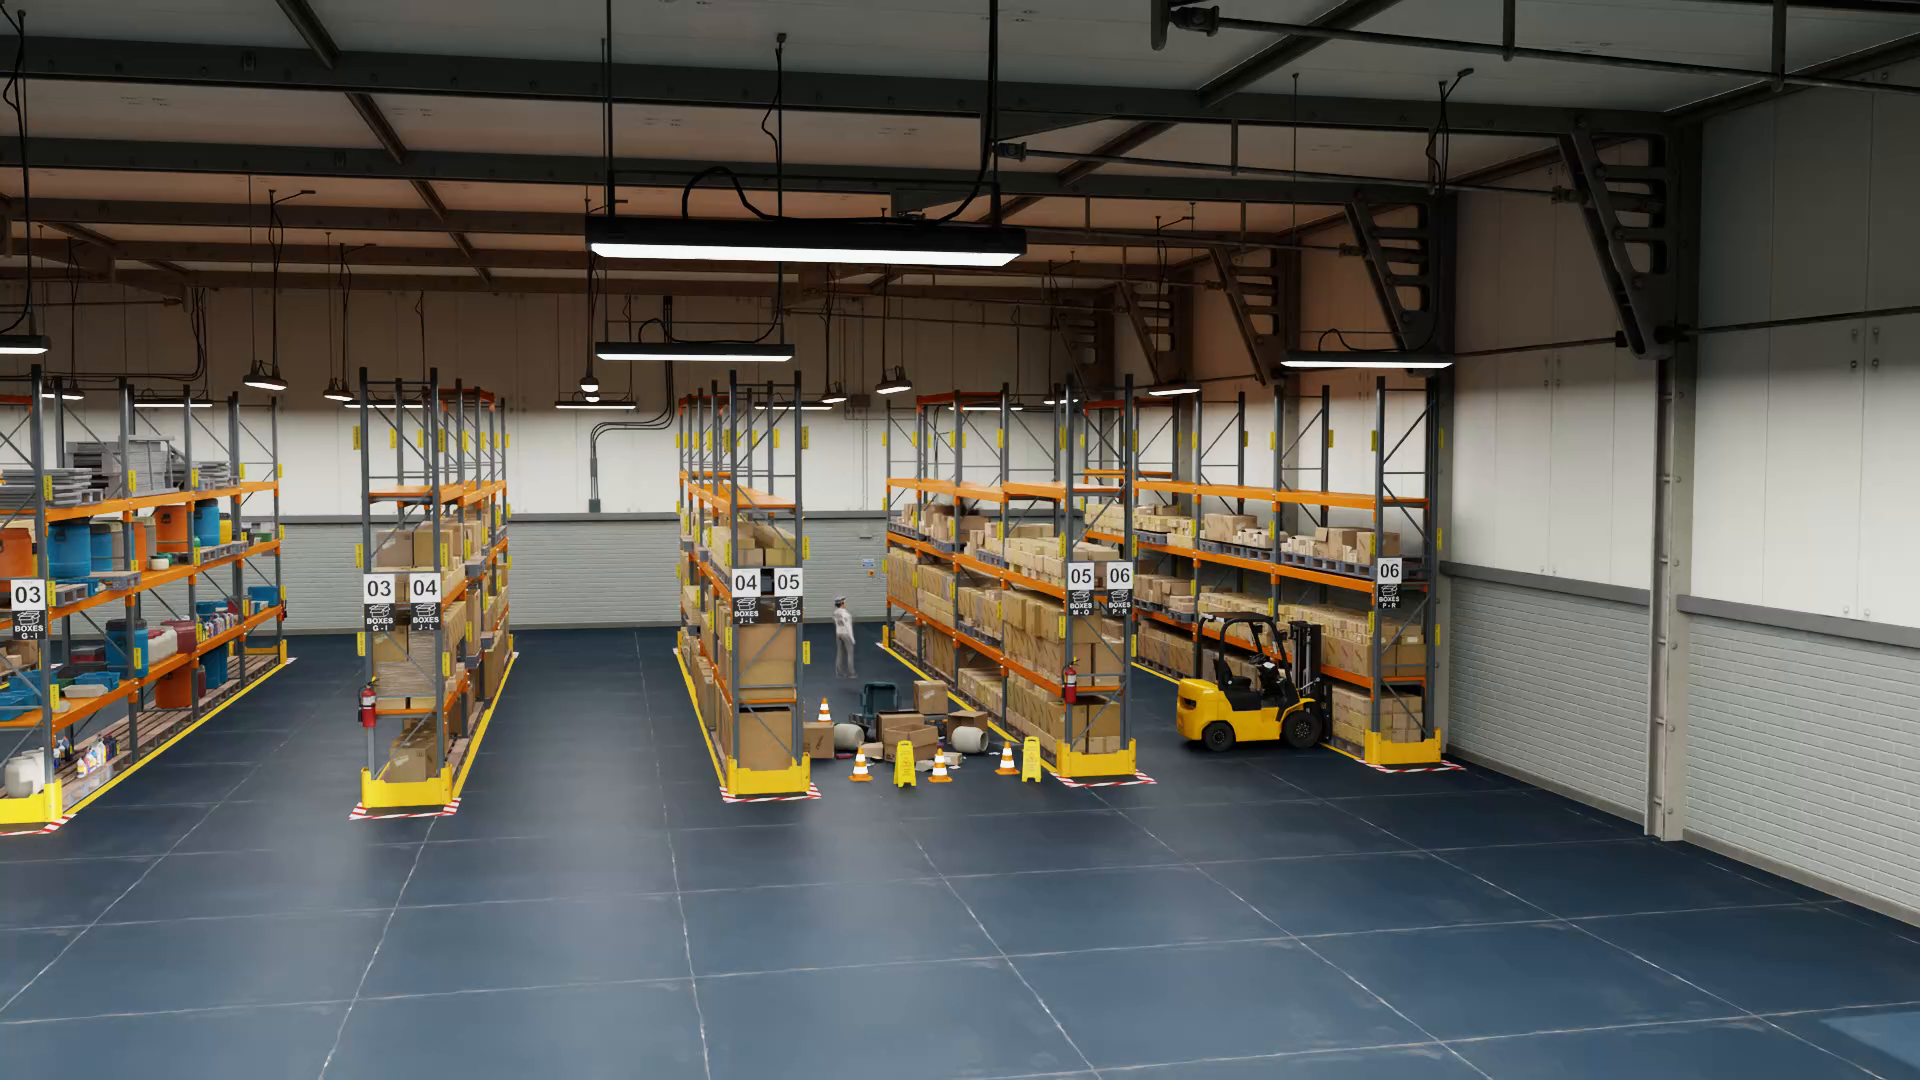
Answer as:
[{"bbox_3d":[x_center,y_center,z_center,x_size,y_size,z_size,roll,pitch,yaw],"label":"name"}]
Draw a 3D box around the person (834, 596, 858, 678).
[{"bbox_3d":[-2.323,1.968,33.719,0.542,1.672,0.447,3,5,44],"label":"person"}]
